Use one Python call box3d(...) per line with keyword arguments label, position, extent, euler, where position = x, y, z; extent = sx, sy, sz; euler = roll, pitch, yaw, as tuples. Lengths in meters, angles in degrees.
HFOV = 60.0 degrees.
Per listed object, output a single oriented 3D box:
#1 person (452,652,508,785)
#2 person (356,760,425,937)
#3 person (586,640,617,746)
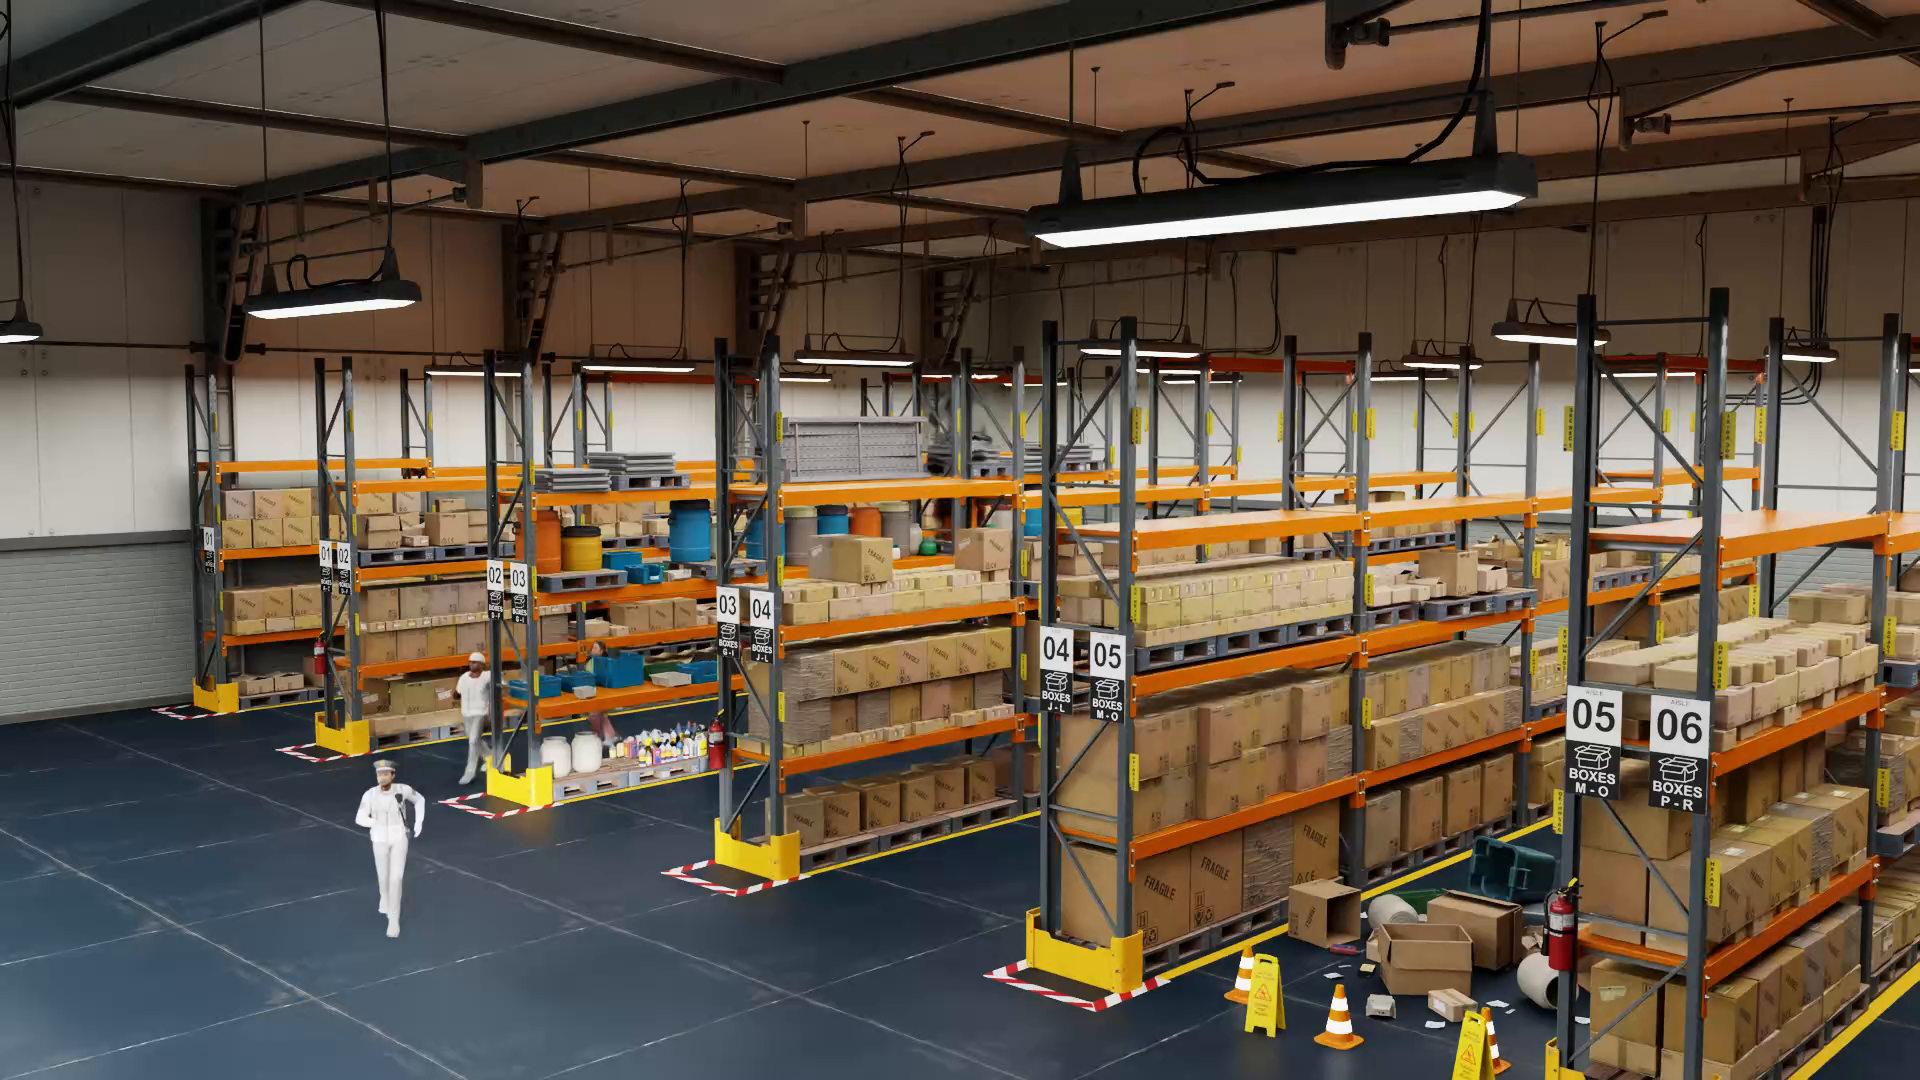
box3d(label="person", position=(-6.806, 2.463, 23.365), extent=(0.695, 1.779, 0.894), euler=(2, 5, 23))
box3d(label="person", position=(-5.723, 3.039, 16.753), extent=(0.623, 1.739, 0.883), euler=(-1, 4, -9))
box3d(label="person", position=(-5.496, 2.395, 25.370), extent=(0.559, 1.698, 0.698), euler=(3, 6, 37))
